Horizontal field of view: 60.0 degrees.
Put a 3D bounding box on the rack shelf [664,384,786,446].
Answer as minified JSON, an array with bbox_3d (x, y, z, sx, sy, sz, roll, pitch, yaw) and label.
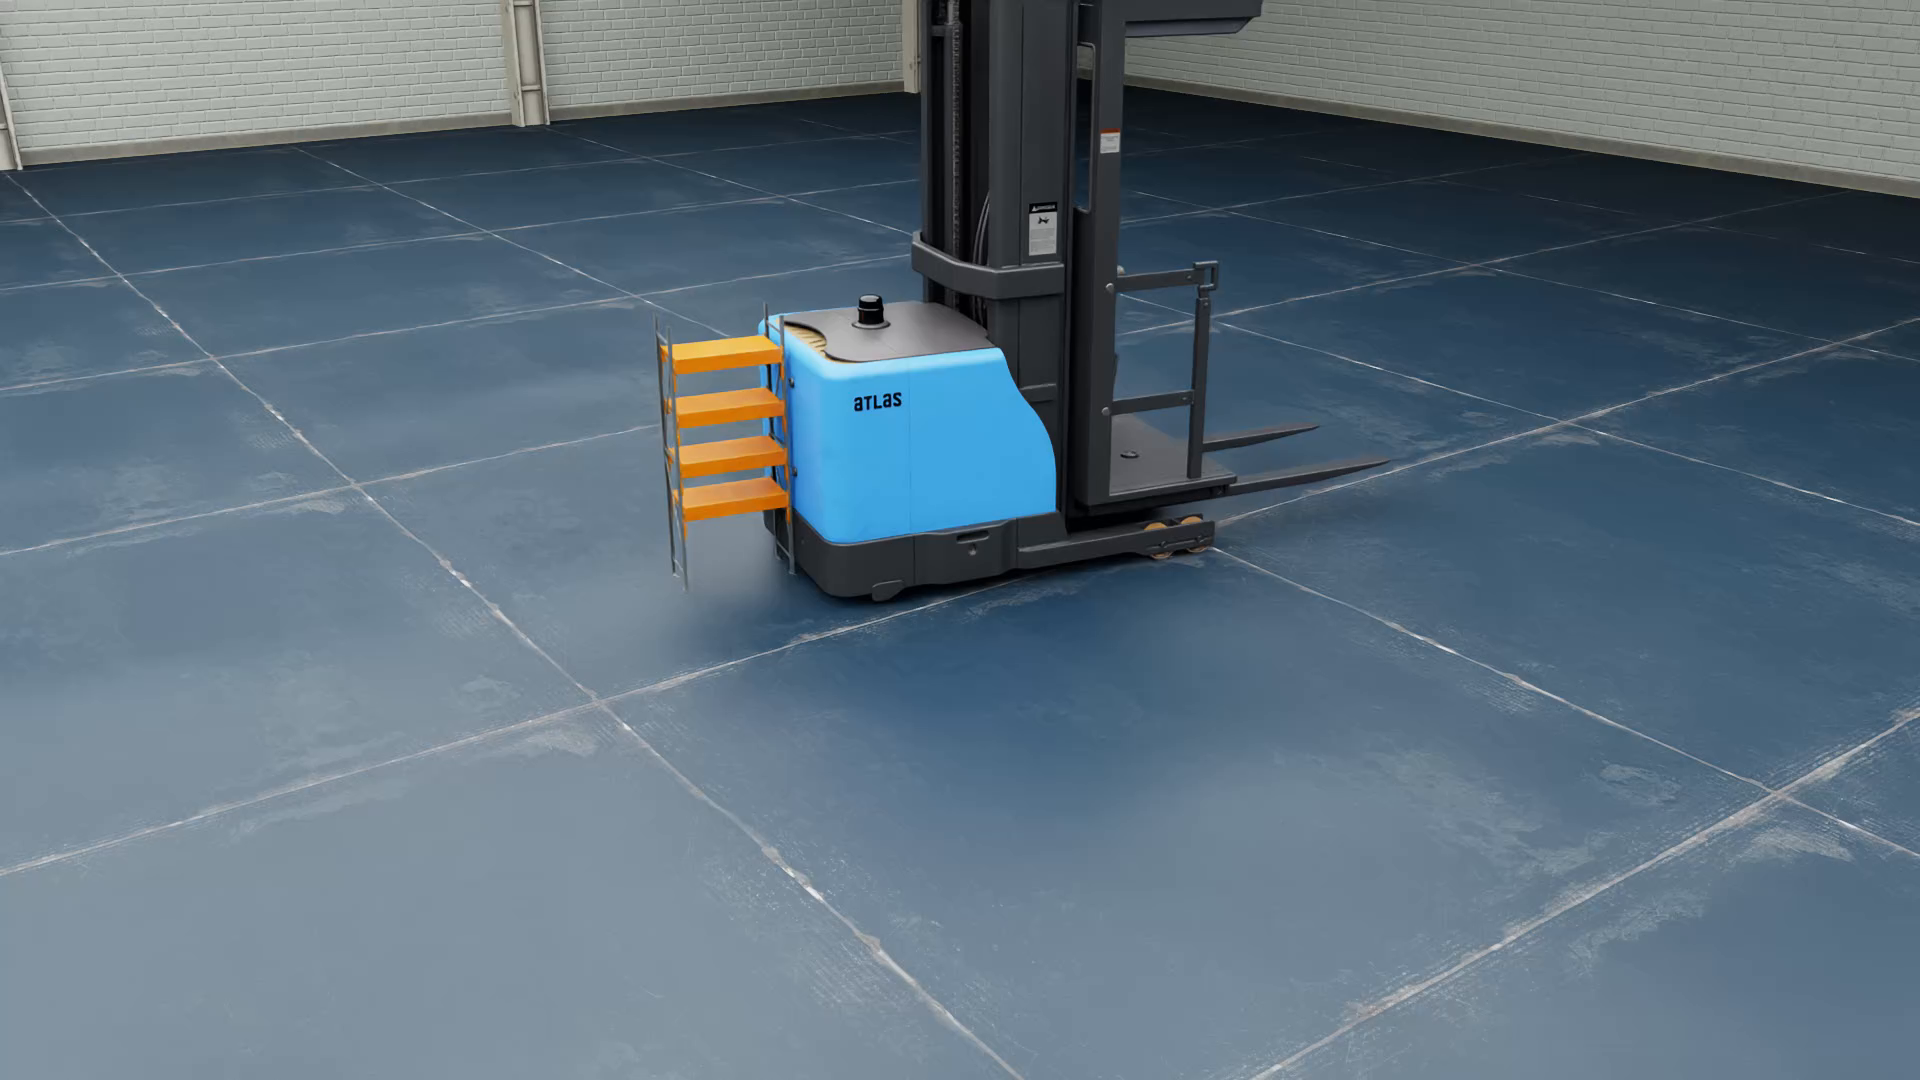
[{"bbox_3d":[-1.024,-0.545,7.219,0.480,0.148,0.258,-9,24,-22],"label":"rack shelf"}]

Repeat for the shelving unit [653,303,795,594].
[{"bbox_3d":[-1.024,-0.400,7.277,0.503,1.200,0.258,-9,24,-22],"label":"shelving unit"}]

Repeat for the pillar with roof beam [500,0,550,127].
[{"bbox_3d":[-2.942,-8.173,16.237,0.400,9.000,9.100,-15,26,-33],"label":"pillar with roof beam"}]

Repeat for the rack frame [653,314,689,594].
[{"bbox_3d":[-1.247,-0.363,7.187,0.015,1.200,0.240,-9,24,-22],"label":"rack frame"}]

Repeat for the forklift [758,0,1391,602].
[{"bbox_3d":[0.634,-1.441,7.552,3.031,2.935,1.130,-9,24,-22],"label":"forklift"}]

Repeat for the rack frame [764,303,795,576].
[{"bbox_3d":[-0.800,-0.436,7.368,0.015,1.200,0.240,-9,24,-22],"label":"rack frame"}]

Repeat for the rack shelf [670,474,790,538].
[{"bbox_3d":[-1.023,-0.153,7.376,0.480,0.148,0.258,-9,24,-22],"label":"rack shelf"}]

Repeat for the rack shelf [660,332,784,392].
[{"bbox_3d":[-1.024,-0.764,7.131,0.480,0.148,0.258,-9,24,-22],"label":"rack shelf"}]

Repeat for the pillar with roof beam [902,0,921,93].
[{"bbox_3d":[1.929,-9.472,19.492,0.400,9.000,9.100,-15,26,-33],"label":"pillar with roof beam"}]

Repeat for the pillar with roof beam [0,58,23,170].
[{"bbox_3d":[-7.812,-6.875,12.983,0.400,9.000,9.100,-15,26,-33],"label":"pillar with roof beam"}]

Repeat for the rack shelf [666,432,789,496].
[{"bbox_3d":[-1.023,-0.337,7.302,0.480,0.148,0.258,-9,24,-22],"label":"rack shelf"}]
